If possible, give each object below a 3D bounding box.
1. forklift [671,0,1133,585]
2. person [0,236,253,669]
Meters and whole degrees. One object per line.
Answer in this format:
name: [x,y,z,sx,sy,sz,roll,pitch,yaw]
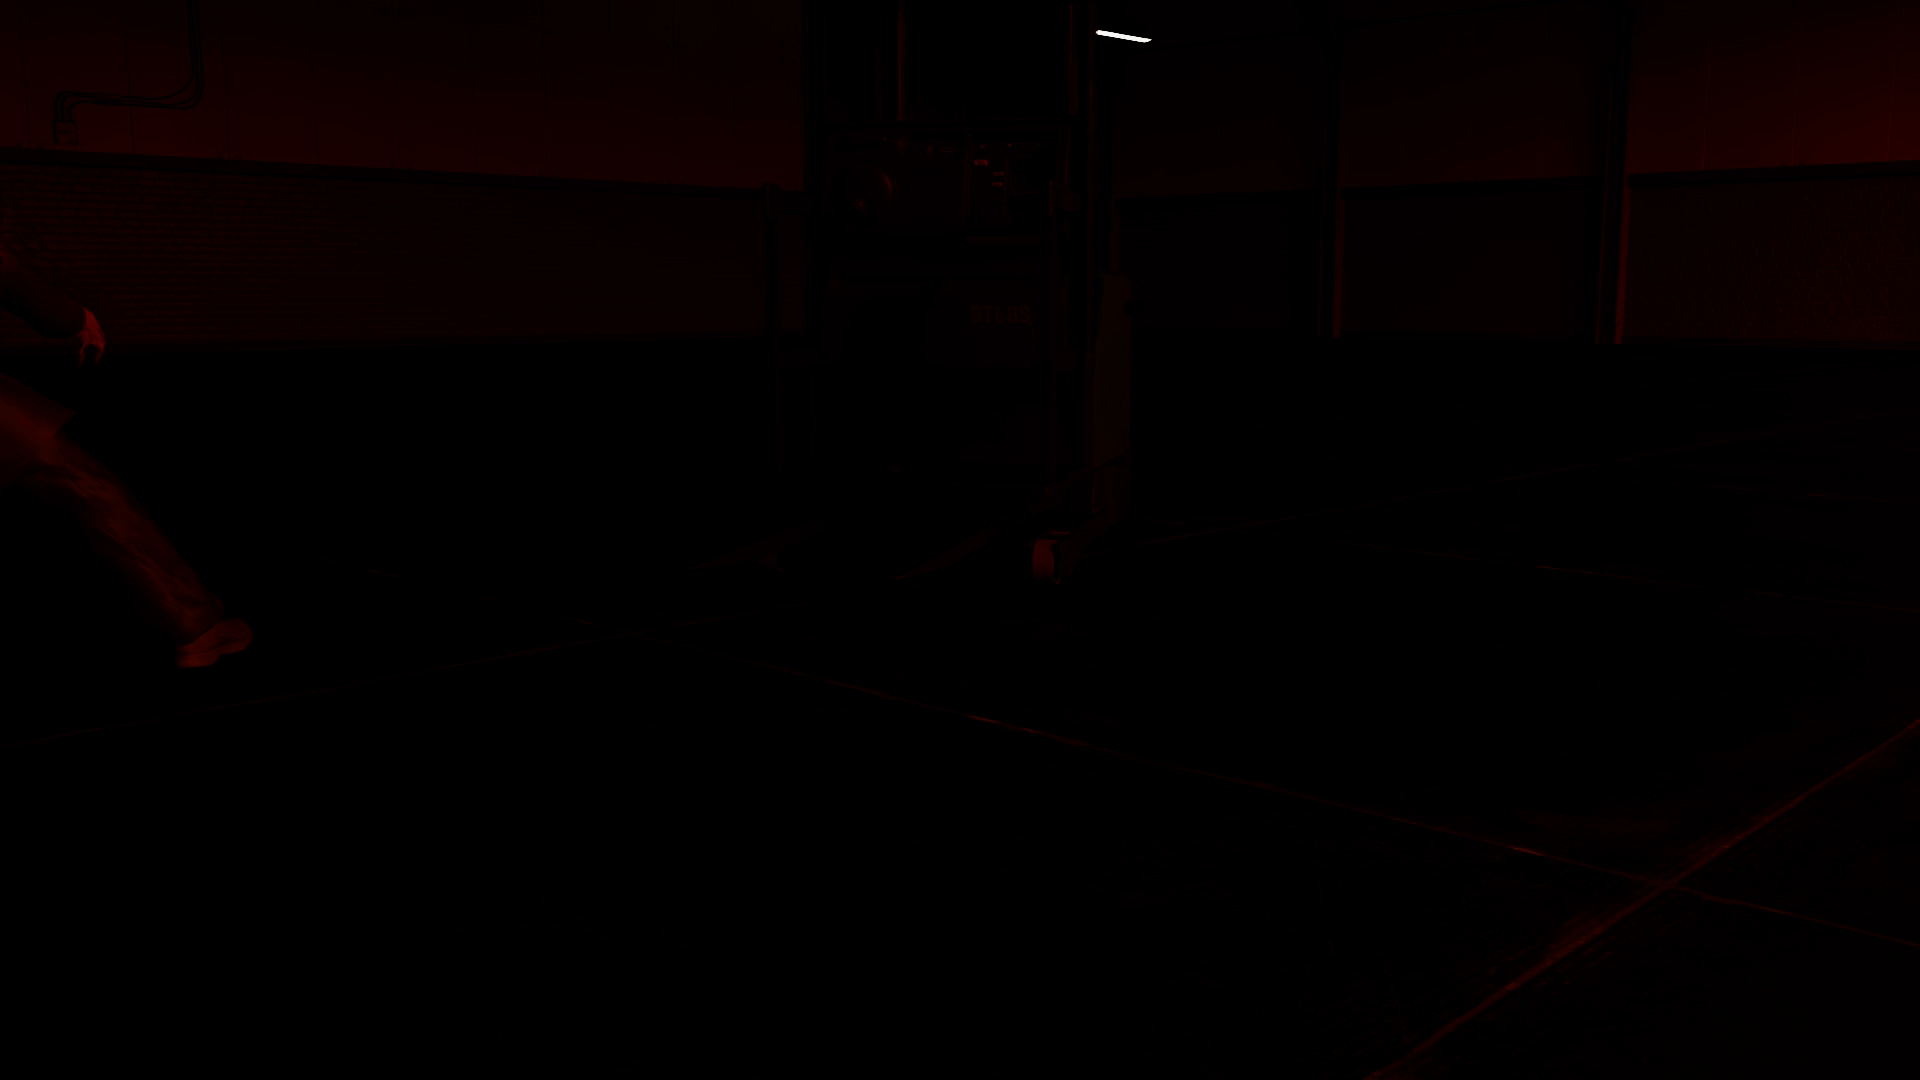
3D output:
forklift: [-0.110,-1.356,5.876,1.130,2.935,3.031,2,9,14]
person: [-2.675,-0.433,4.356,1.309,1.572,0.995,4,9,23]
